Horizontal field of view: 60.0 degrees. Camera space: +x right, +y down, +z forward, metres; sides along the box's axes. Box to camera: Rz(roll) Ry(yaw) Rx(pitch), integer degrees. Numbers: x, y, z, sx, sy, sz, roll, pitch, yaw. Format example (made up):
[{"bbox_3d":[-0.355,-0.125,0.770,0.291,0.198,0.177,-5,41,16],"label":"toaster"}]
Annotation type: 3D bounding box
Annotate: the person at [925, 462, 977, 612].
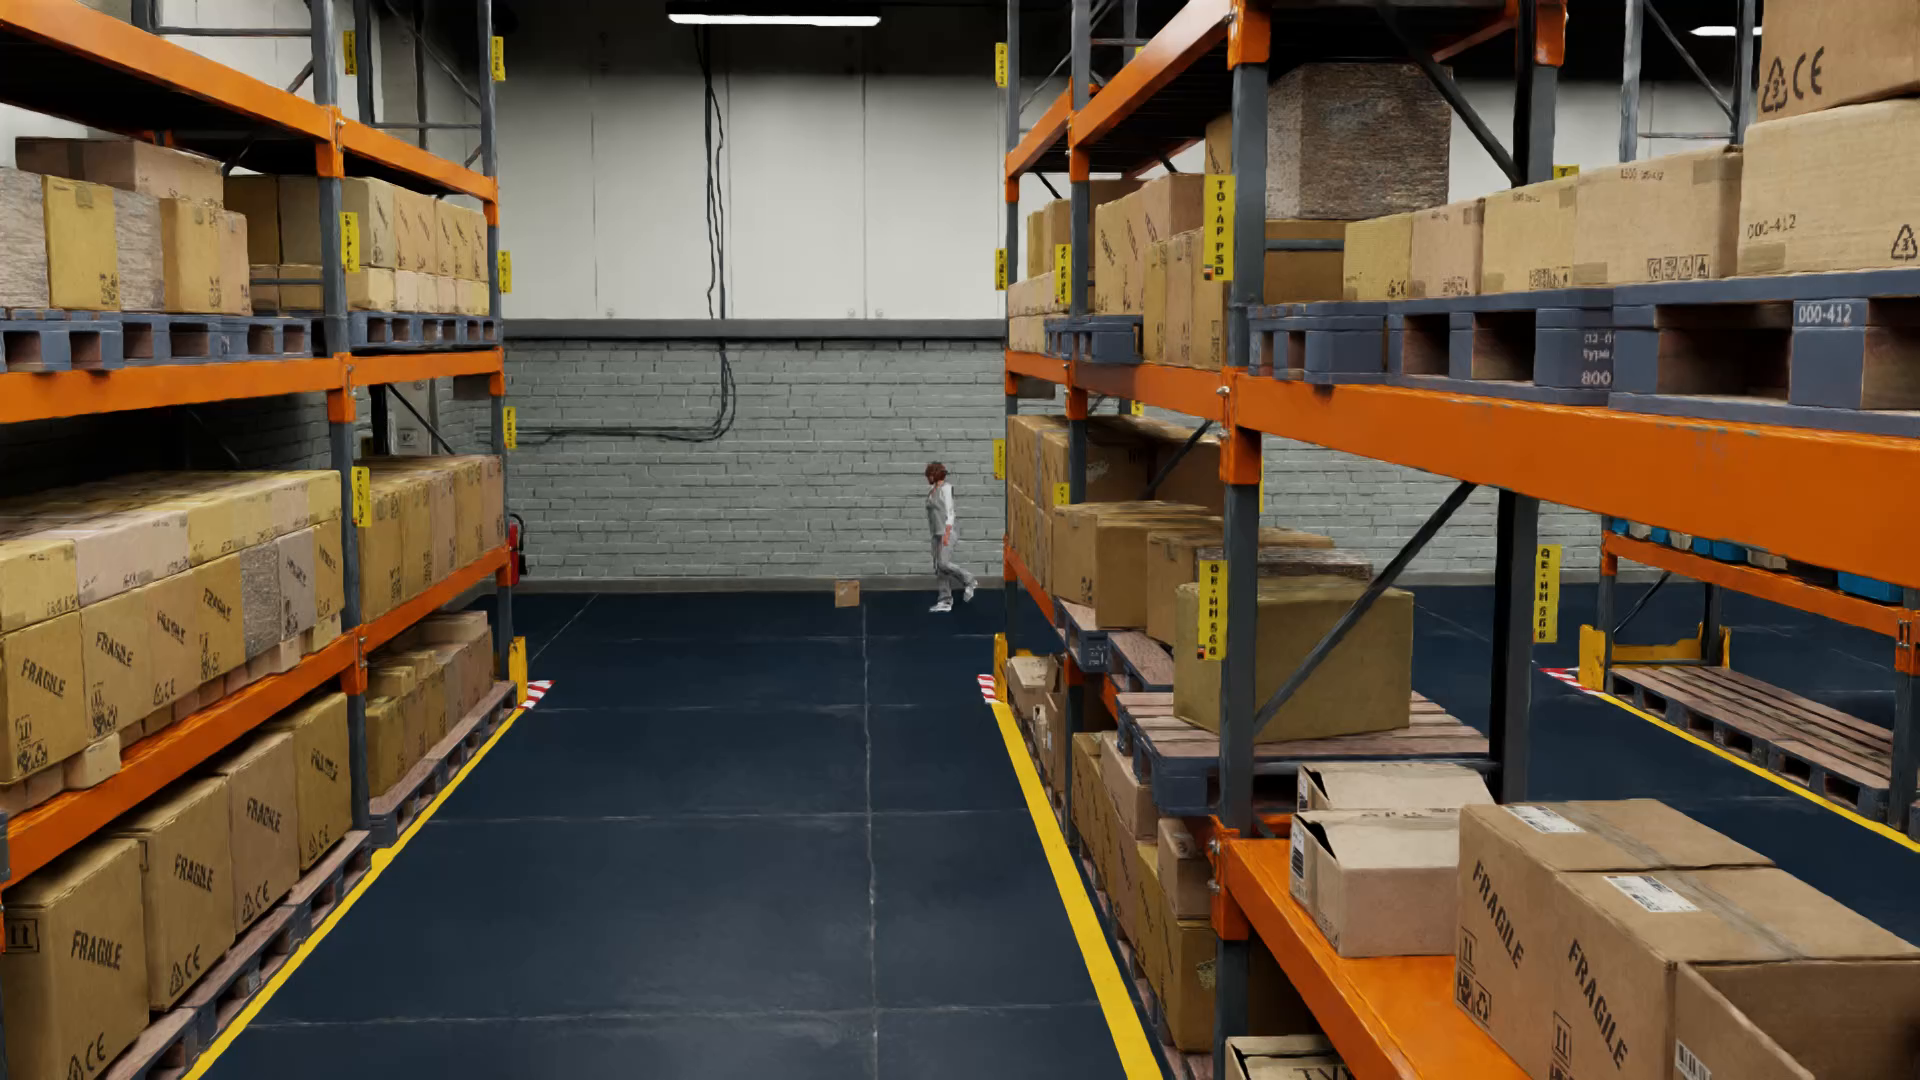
[{"bbox_3d":[-0.130,-0.041,17.719,0.576,1.563,0.464,-4,8,-30],"label":"person"}]
